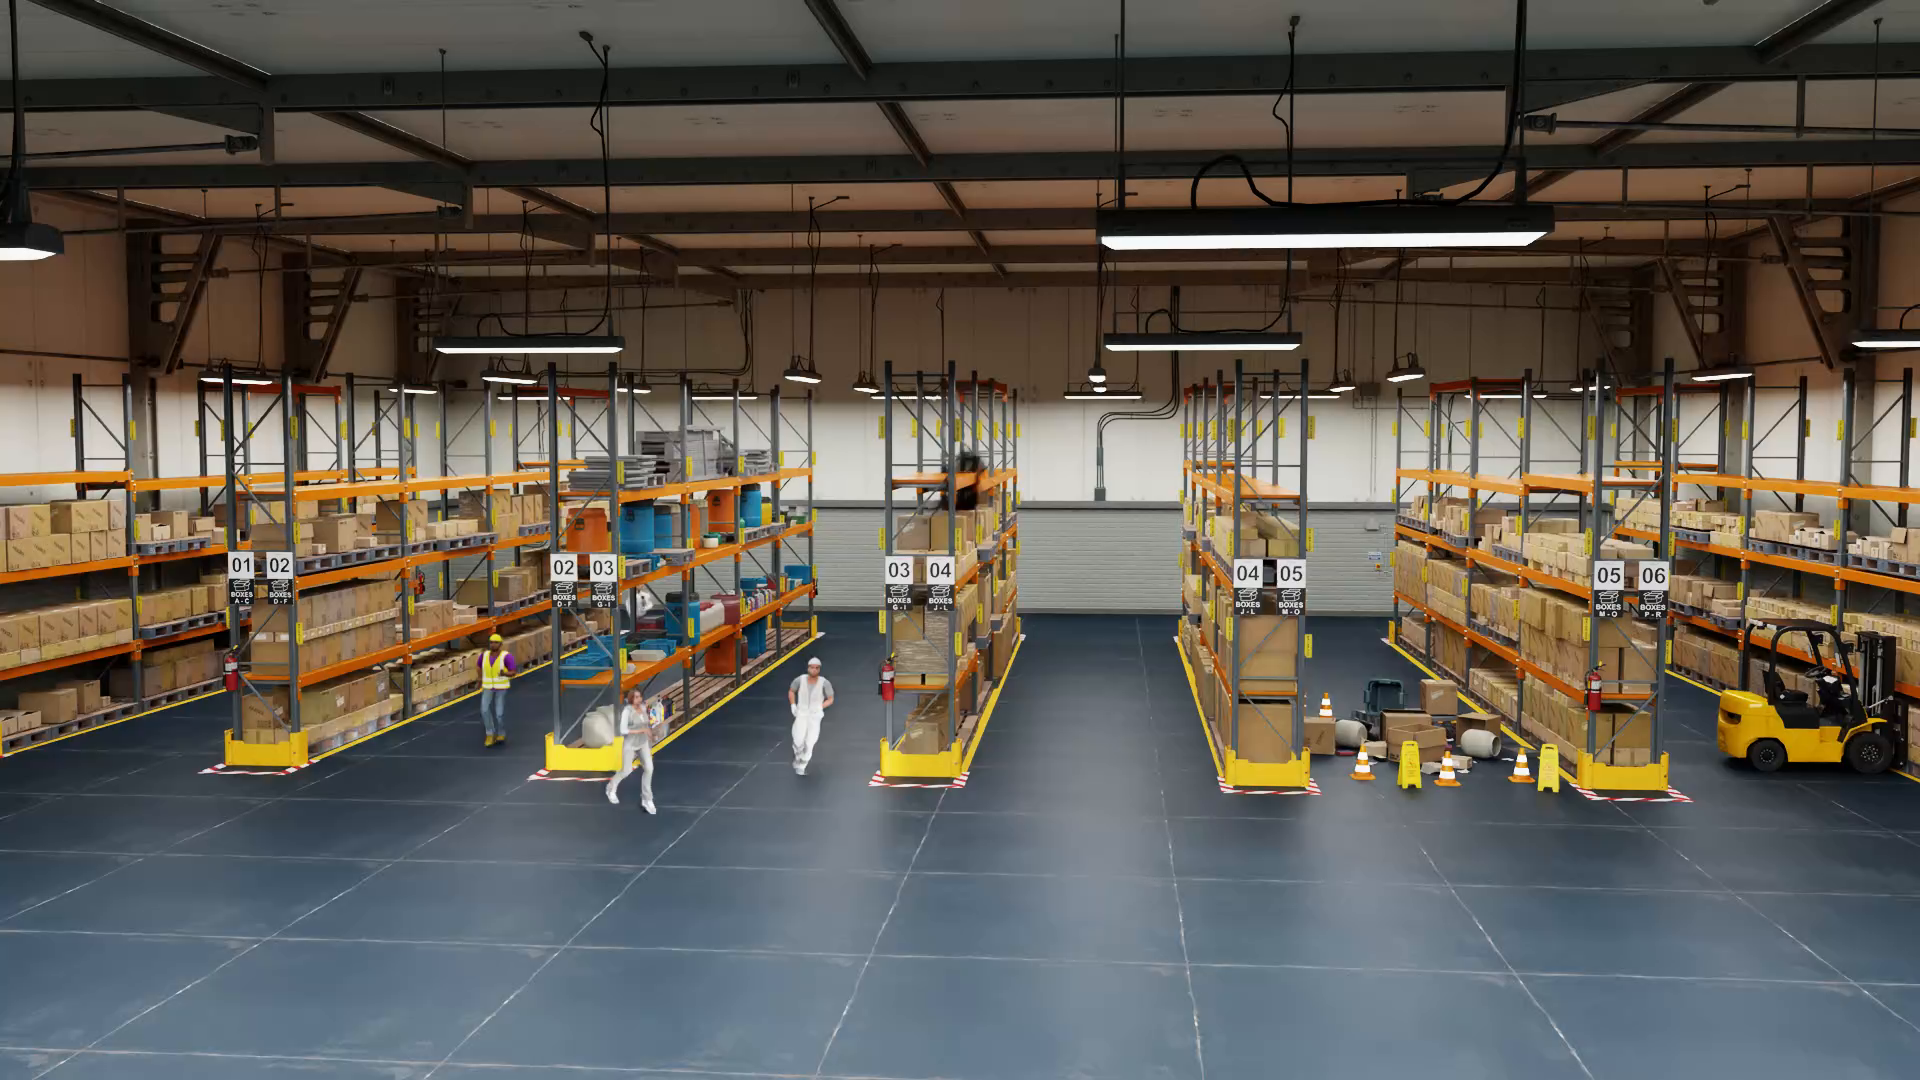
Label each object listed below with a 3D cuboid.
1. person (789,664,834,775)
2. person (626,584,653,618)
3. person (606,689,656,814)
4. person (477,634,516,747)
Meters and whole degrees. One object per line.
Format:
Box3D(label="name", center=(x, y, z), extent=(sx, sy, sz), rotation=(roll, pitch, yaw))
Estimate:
Box3D(label="person", center=(-2.156, 2.618, 24.056), extent=(0.664, 1.592, 0.536), rotation=(0, 4, -2))
Box3D(label="person", center=(-7.172, 1.721, 37.130), extent=(0.620, 1.700, 0.774), rotation=(0, 4, -2))
Box3D(label="person", center=(-4.317, 2.760, 21.954), extent=(0.850, 1.630, 0.549), rotation=(4, 5, 43))
Box3D(label="person", center=(-7.396, 2.391, 26.420), extent=(0.676, 1.794, 0.684), rotation=(0, 4, -3))
